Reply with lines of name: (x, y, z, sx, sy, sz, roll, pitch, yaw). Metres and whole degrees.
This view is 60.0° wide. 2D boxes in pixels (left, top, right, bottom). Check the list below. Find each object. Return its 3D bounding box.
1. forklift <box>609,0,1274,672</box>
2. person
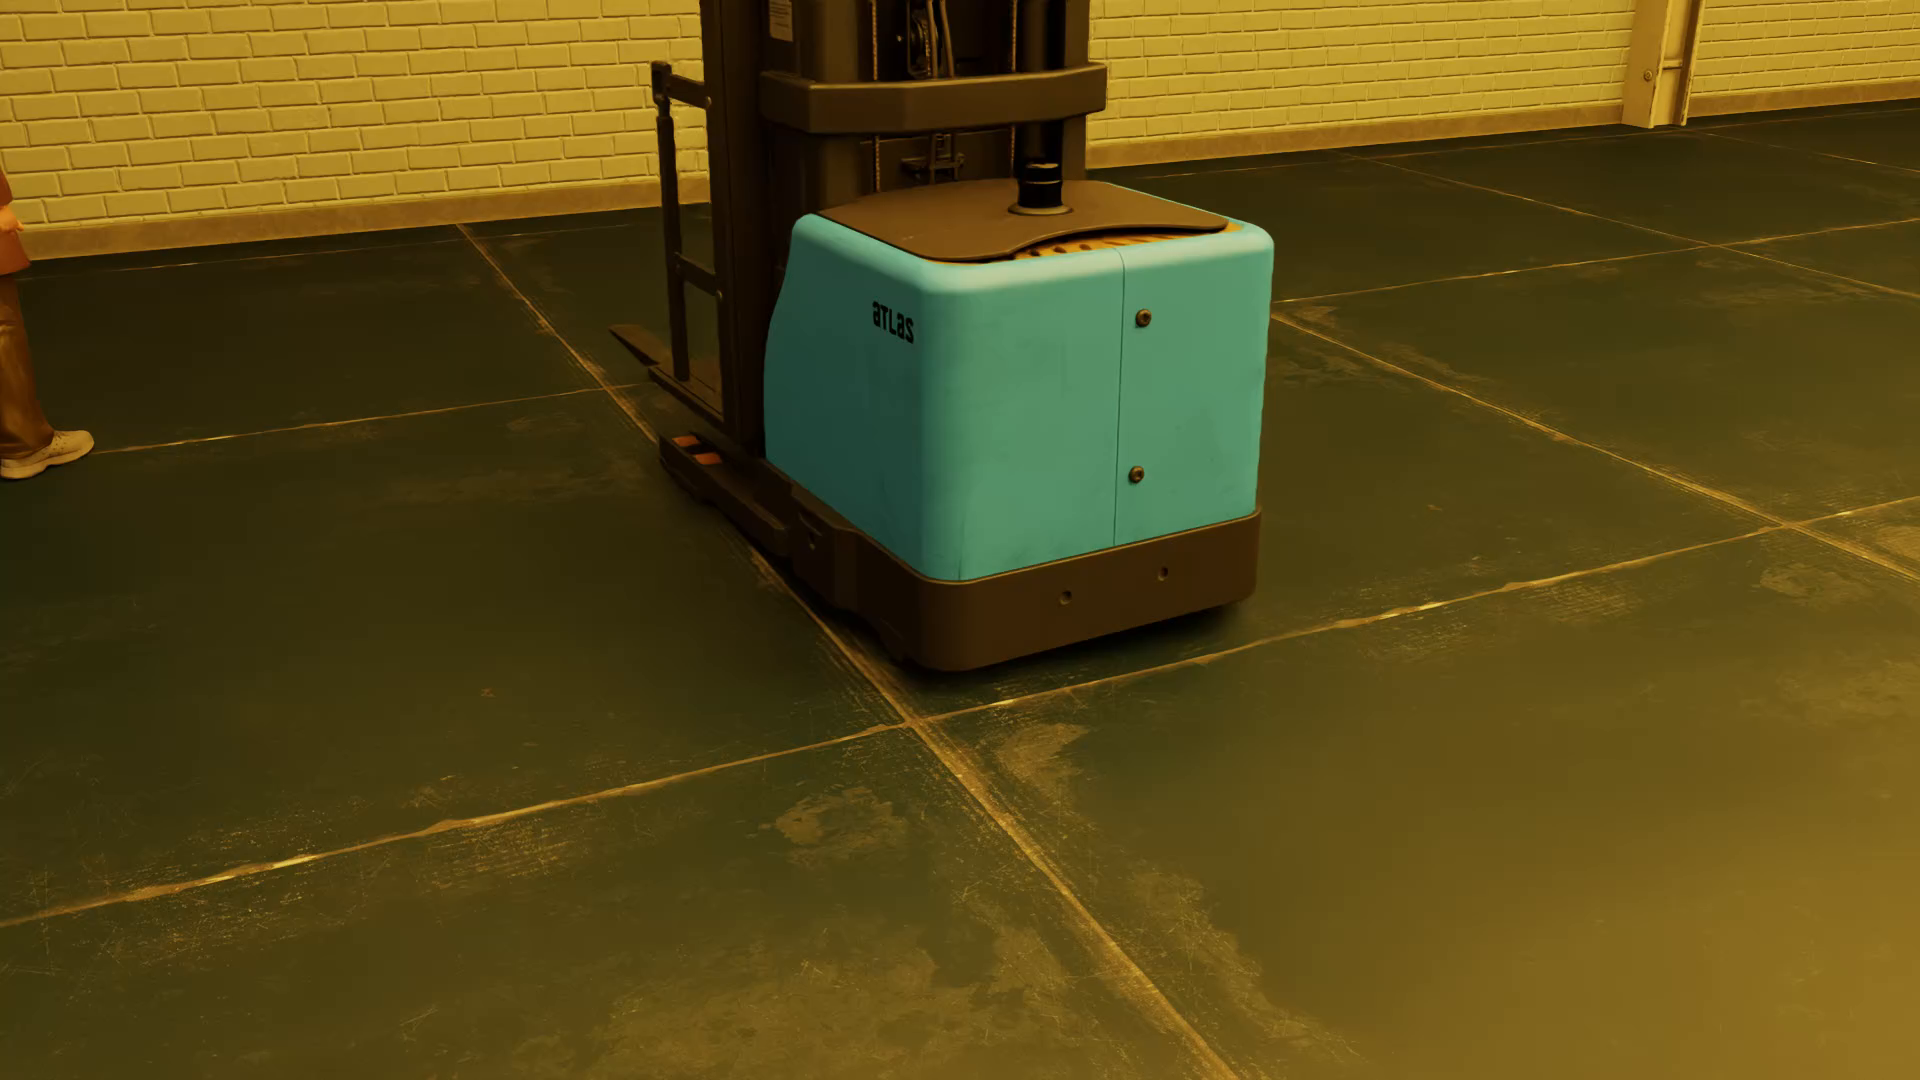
forklift: (-0.346, -1.549, 5.015, 1.130, 2.935, 3.031, -12, 26, -27)
person: (-3.315, -1.080, 5.384, 0.551, 1.782, 0.393, 1, 23, 1)
